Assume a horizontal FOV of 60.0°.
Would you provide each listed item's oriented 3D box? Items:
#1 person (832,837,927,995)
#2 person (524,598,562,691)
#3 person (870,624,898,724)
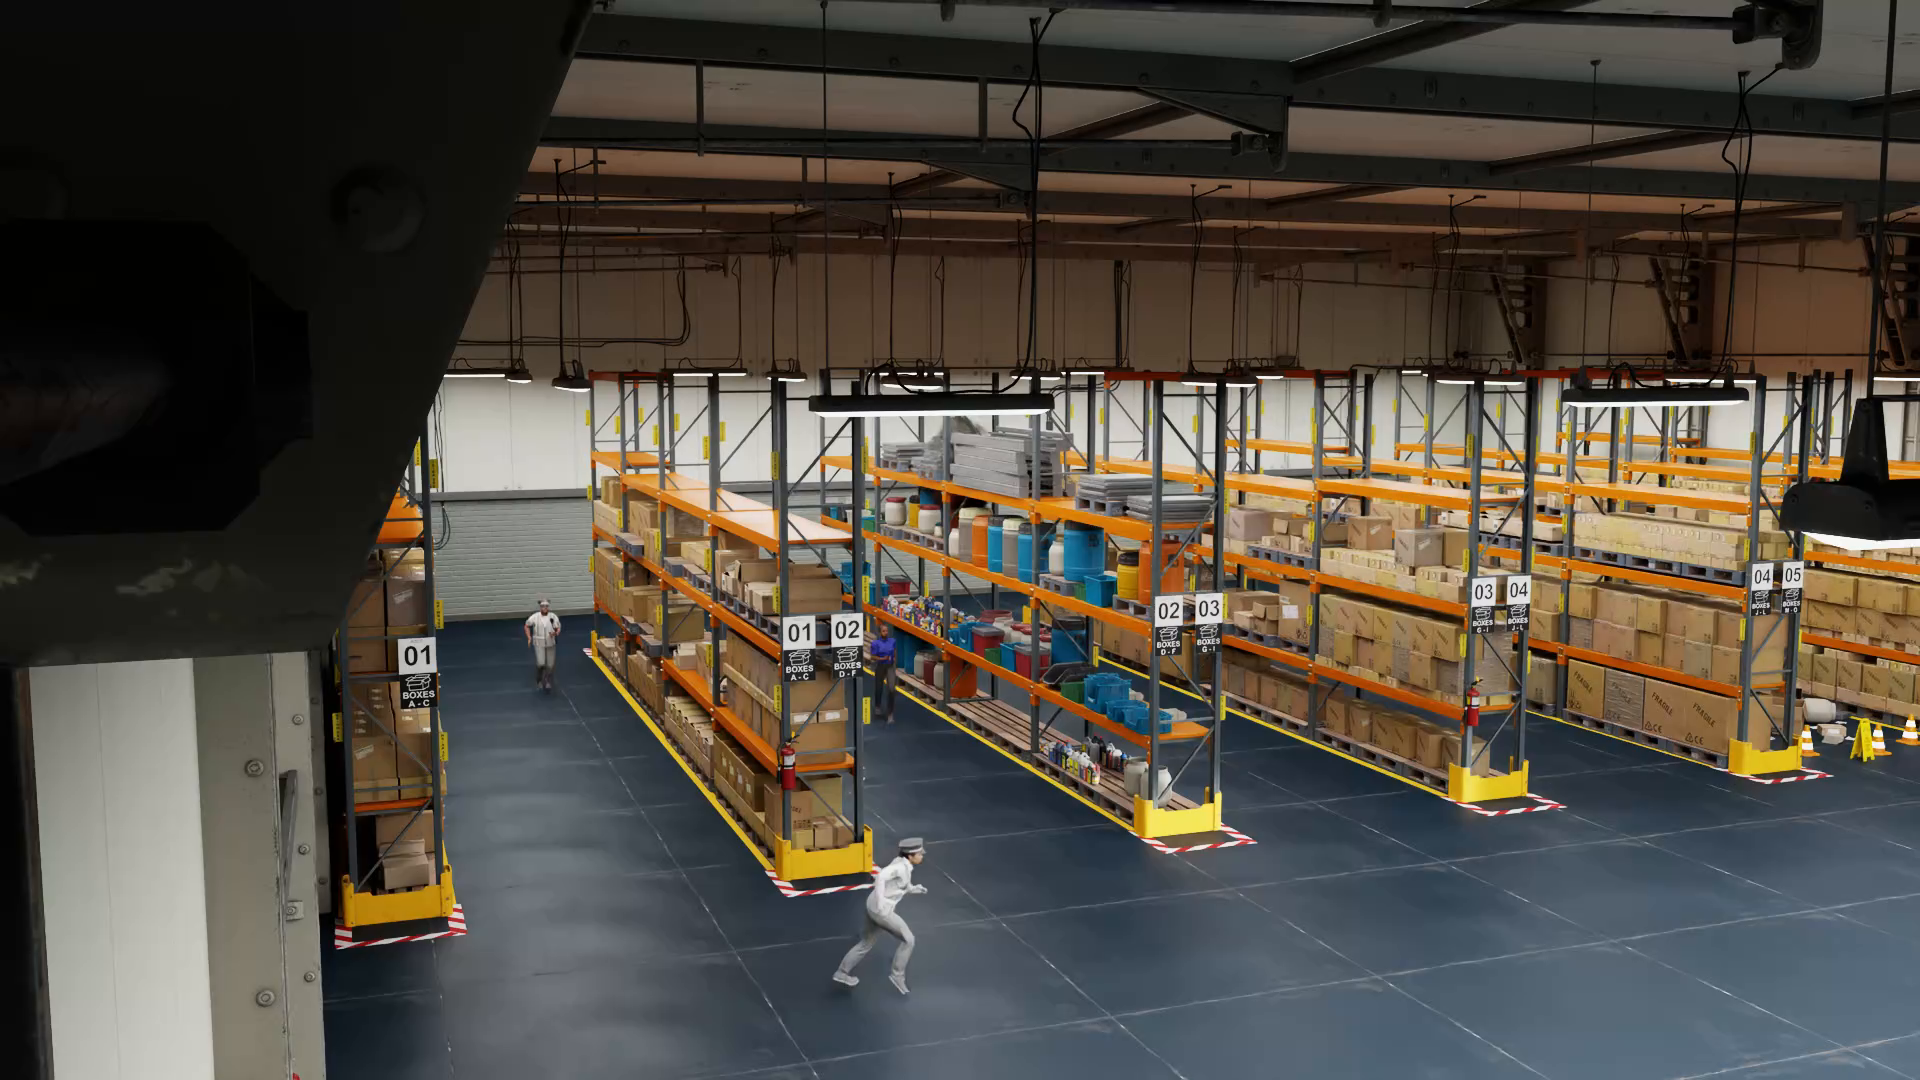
[{"bbox_3d":[-0.797,3.751,16.450,0.949,1.606,0.660,0,6,-2],"label":"person"},{"bbox_3d":[-7.812,1.969,31.250,0.656,1.754,0.653,-2,7,-21],"label":"person"},{"bbox_3d":[-1.311,2.301,28.784,0.524,1.714,0.845,-1,7,-13],"label":"person"}]
